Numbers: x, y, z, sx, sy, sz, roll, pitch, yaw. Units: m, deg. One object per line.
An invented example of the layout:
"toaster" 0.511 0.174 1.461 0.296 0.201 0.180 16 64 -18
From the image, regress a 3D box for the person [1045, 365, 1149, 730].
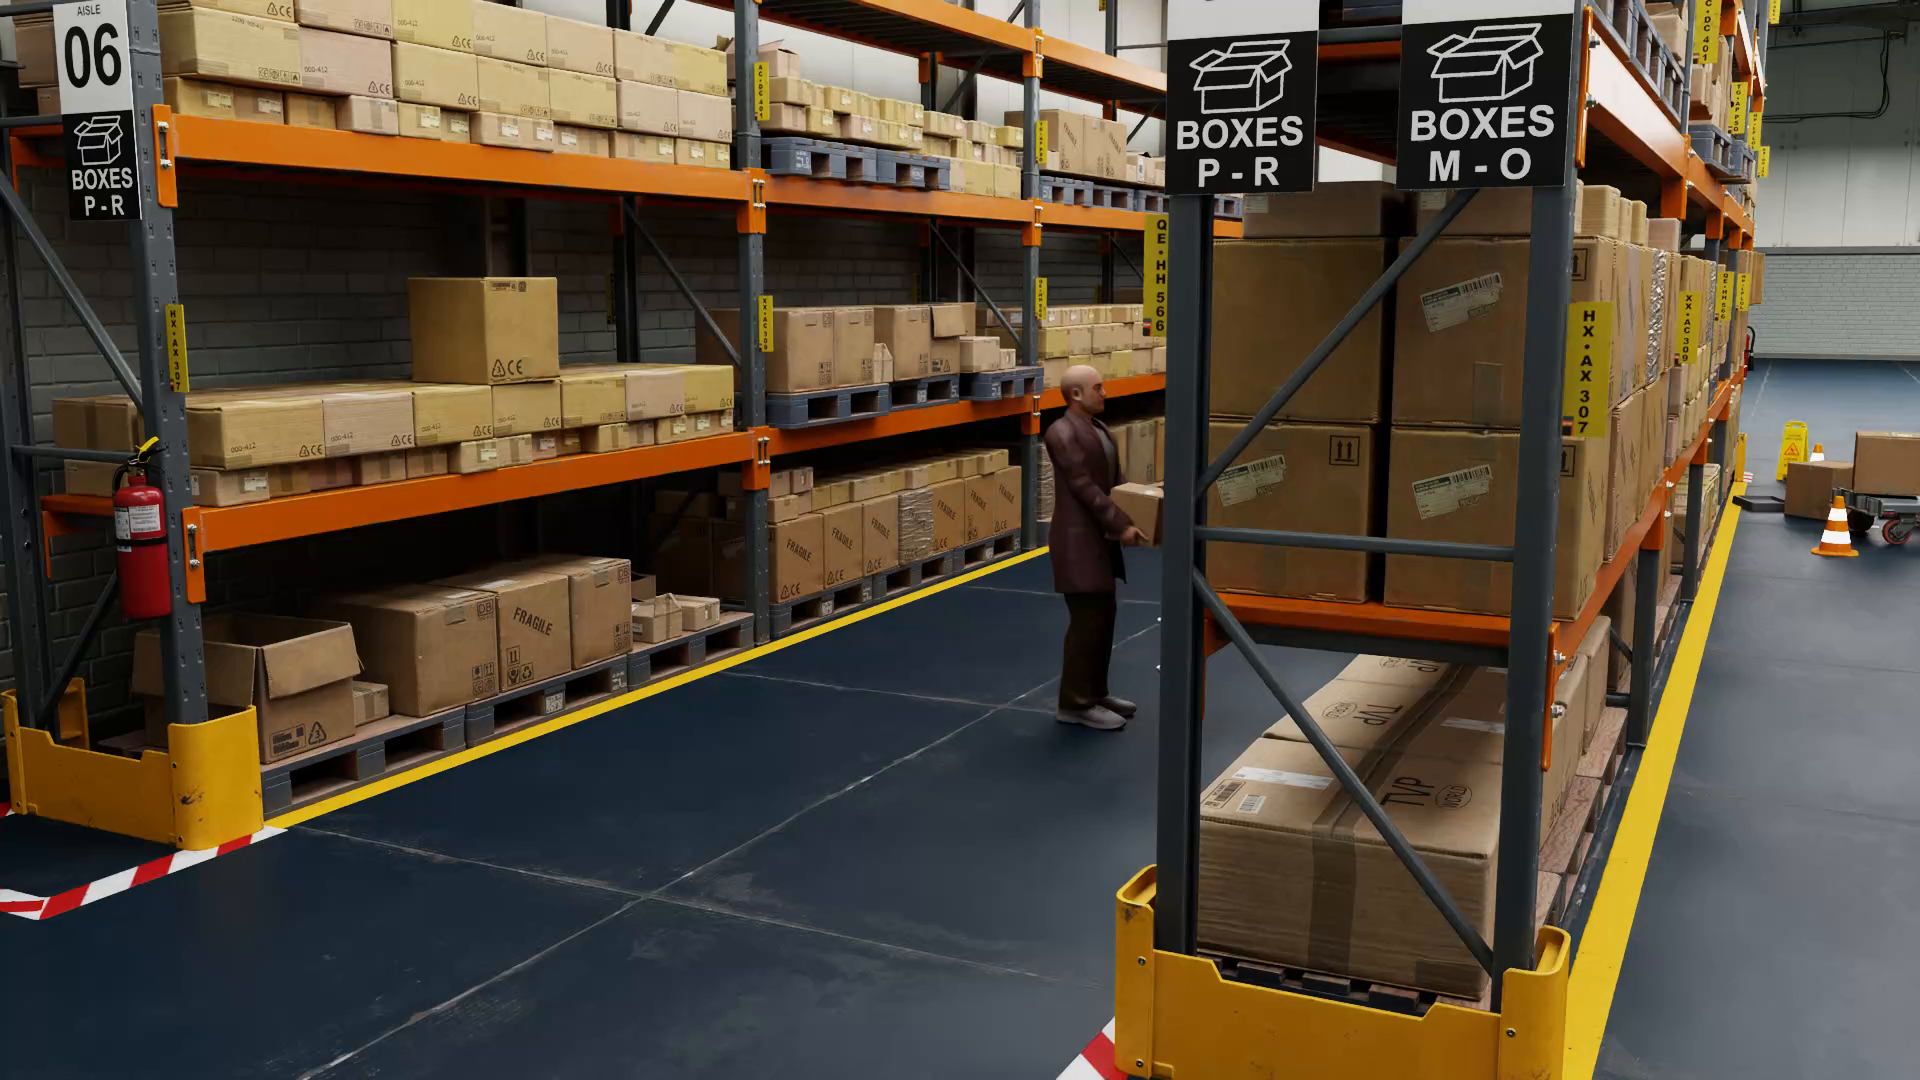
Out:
"person" 0.725 0.029 8.234 0.543 1.778 0.522 4 10 26
